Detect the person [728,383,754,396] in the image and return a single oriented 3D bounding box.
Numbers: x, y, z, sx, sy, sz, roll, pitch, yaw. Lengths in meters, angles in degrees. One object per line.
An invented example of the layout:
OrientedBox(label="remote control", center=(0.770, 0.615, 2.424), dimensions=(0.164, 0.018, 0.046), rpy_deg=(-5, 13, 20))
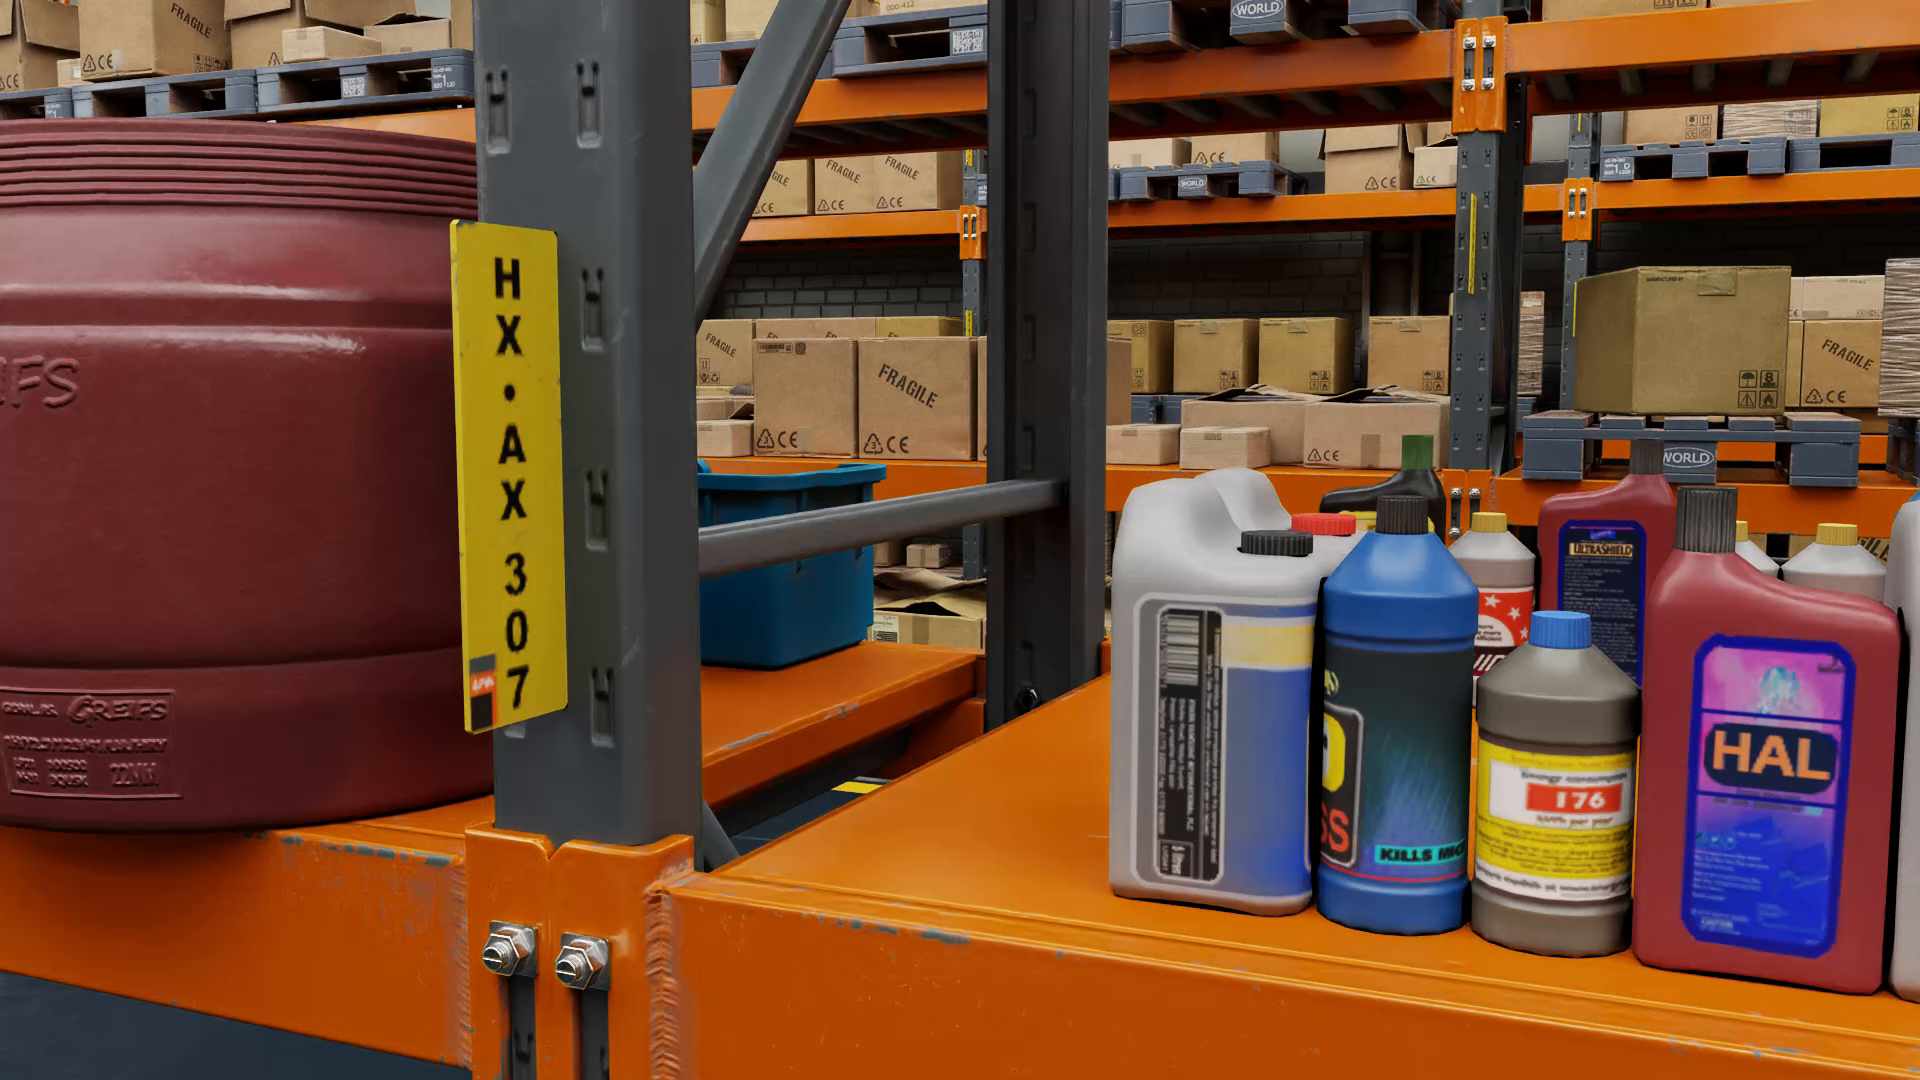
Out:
OrientedBox(label="person", center=(-1.133, -0.110, 9.719), dimensions=(0.927, 1.606, 0.552), rpy_deg=(2, 6, 17))
